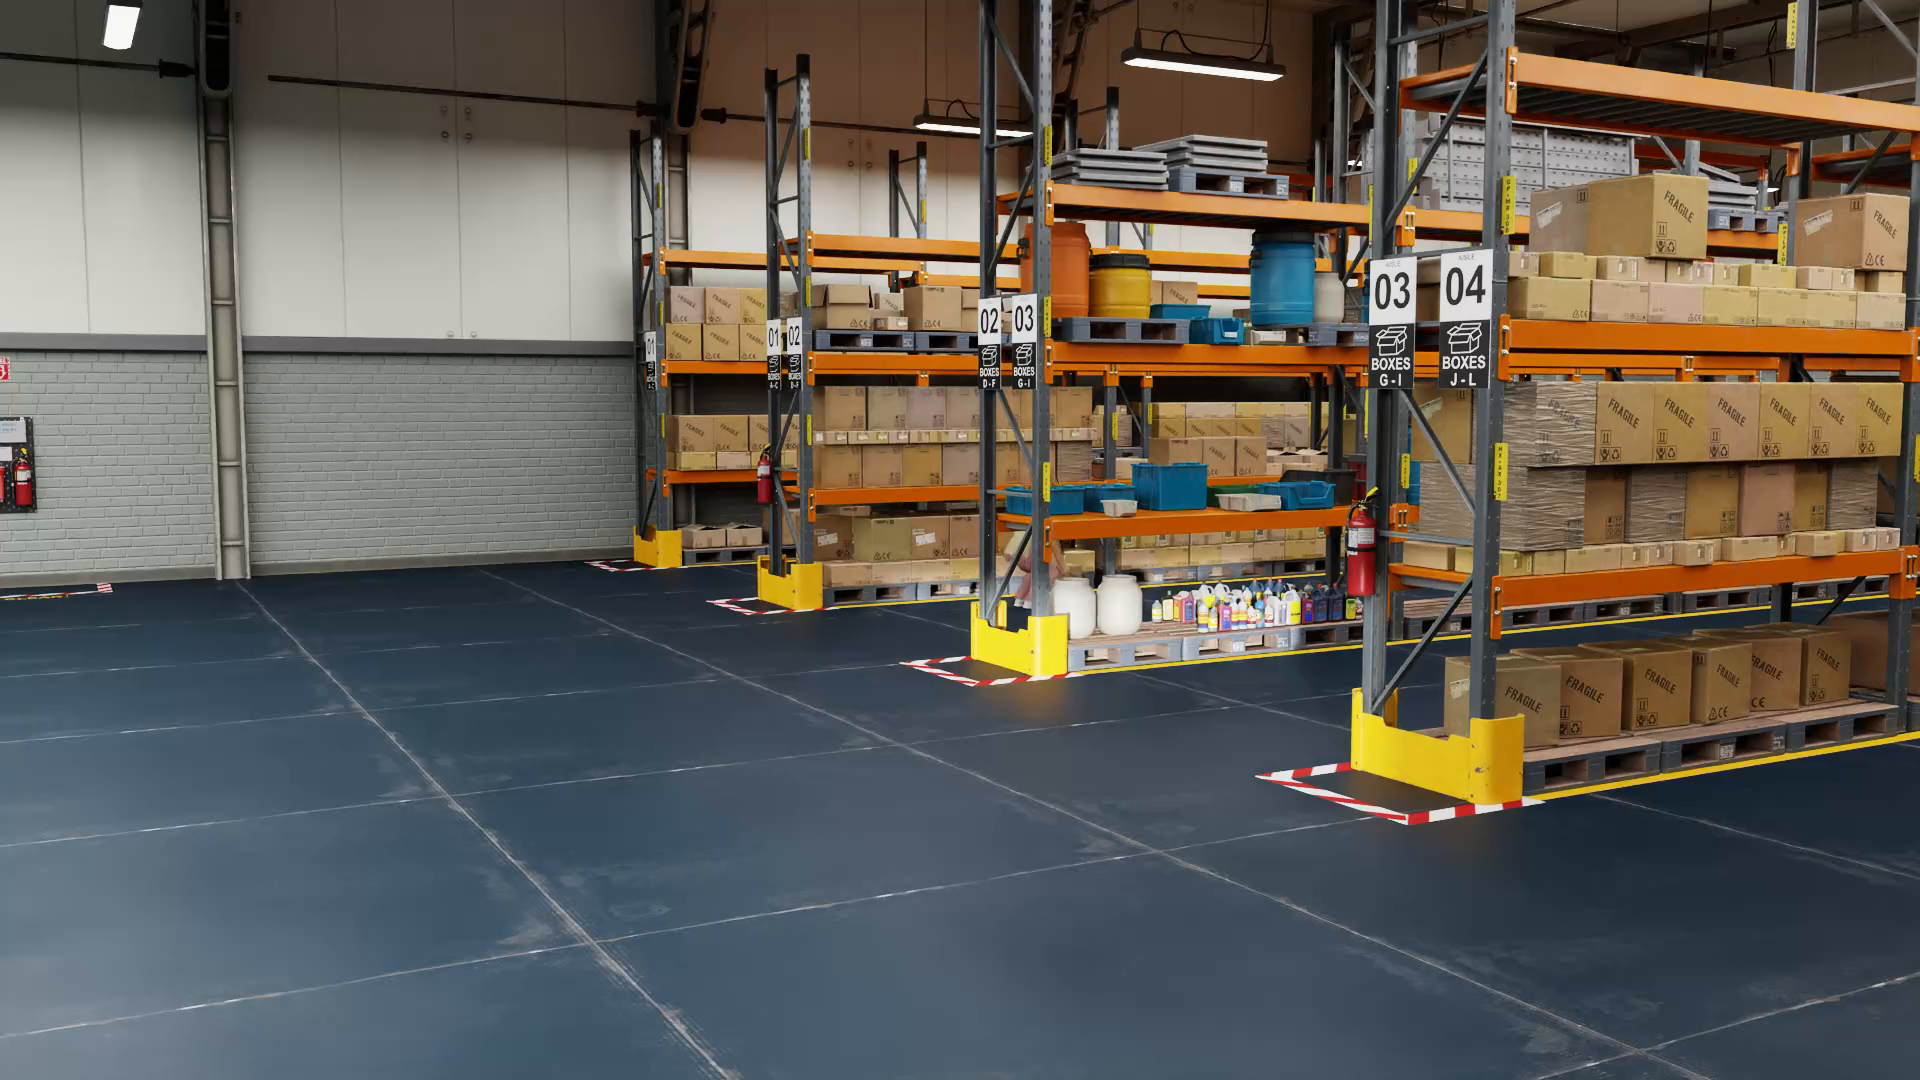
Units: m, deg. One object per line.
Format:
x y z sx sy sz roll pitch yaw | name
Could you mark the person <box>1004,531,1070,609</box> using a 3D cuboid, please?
0.843 0.213 18.512 0.758 1.069 0.499 -3 6 -29 | person
